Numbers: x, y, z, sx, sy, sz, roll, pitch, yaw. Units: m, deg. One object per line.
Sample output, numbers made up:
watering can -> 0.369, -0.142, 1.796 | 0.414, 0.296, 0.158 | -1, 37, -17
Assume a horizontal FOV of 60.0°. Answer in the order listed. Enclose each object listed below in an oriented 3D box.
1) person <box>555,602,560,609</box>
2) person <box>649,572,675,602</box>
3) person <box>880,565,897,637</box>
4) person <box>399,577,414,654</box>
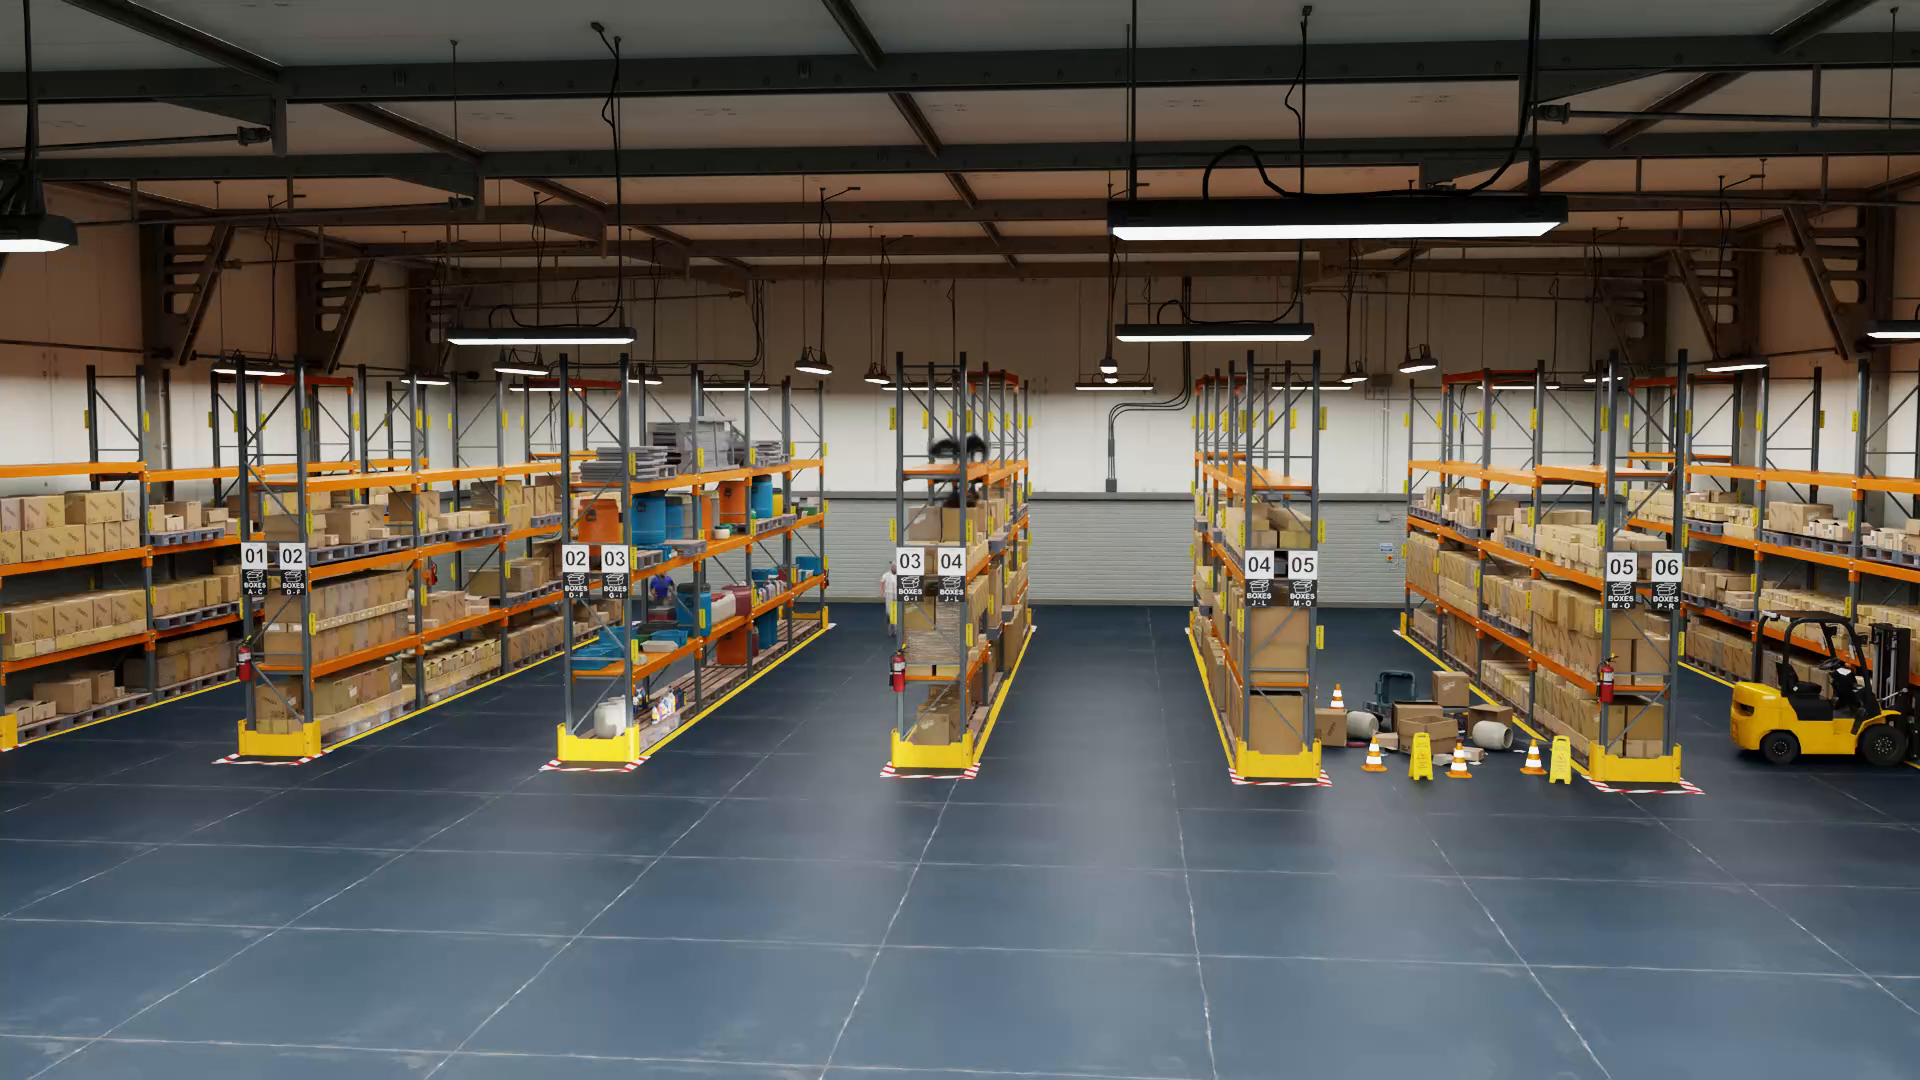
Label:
person -> -10.059, 1.137, 42.818 | 0.807, 1.625, 0.600 | 1, 4, 15
person -> -6.951, 1.039, 38.682 | 0.575, 0.801, 0.440 | 0, 4, -3
person -> -1.548, 1.398, 38.808 | 0.643, 1.767, 0.736 | 0, 4, -4
person -> -11.912, 1.634, 35.674 | 0.552, 1.689, 0.704 | 0, 4, -4
